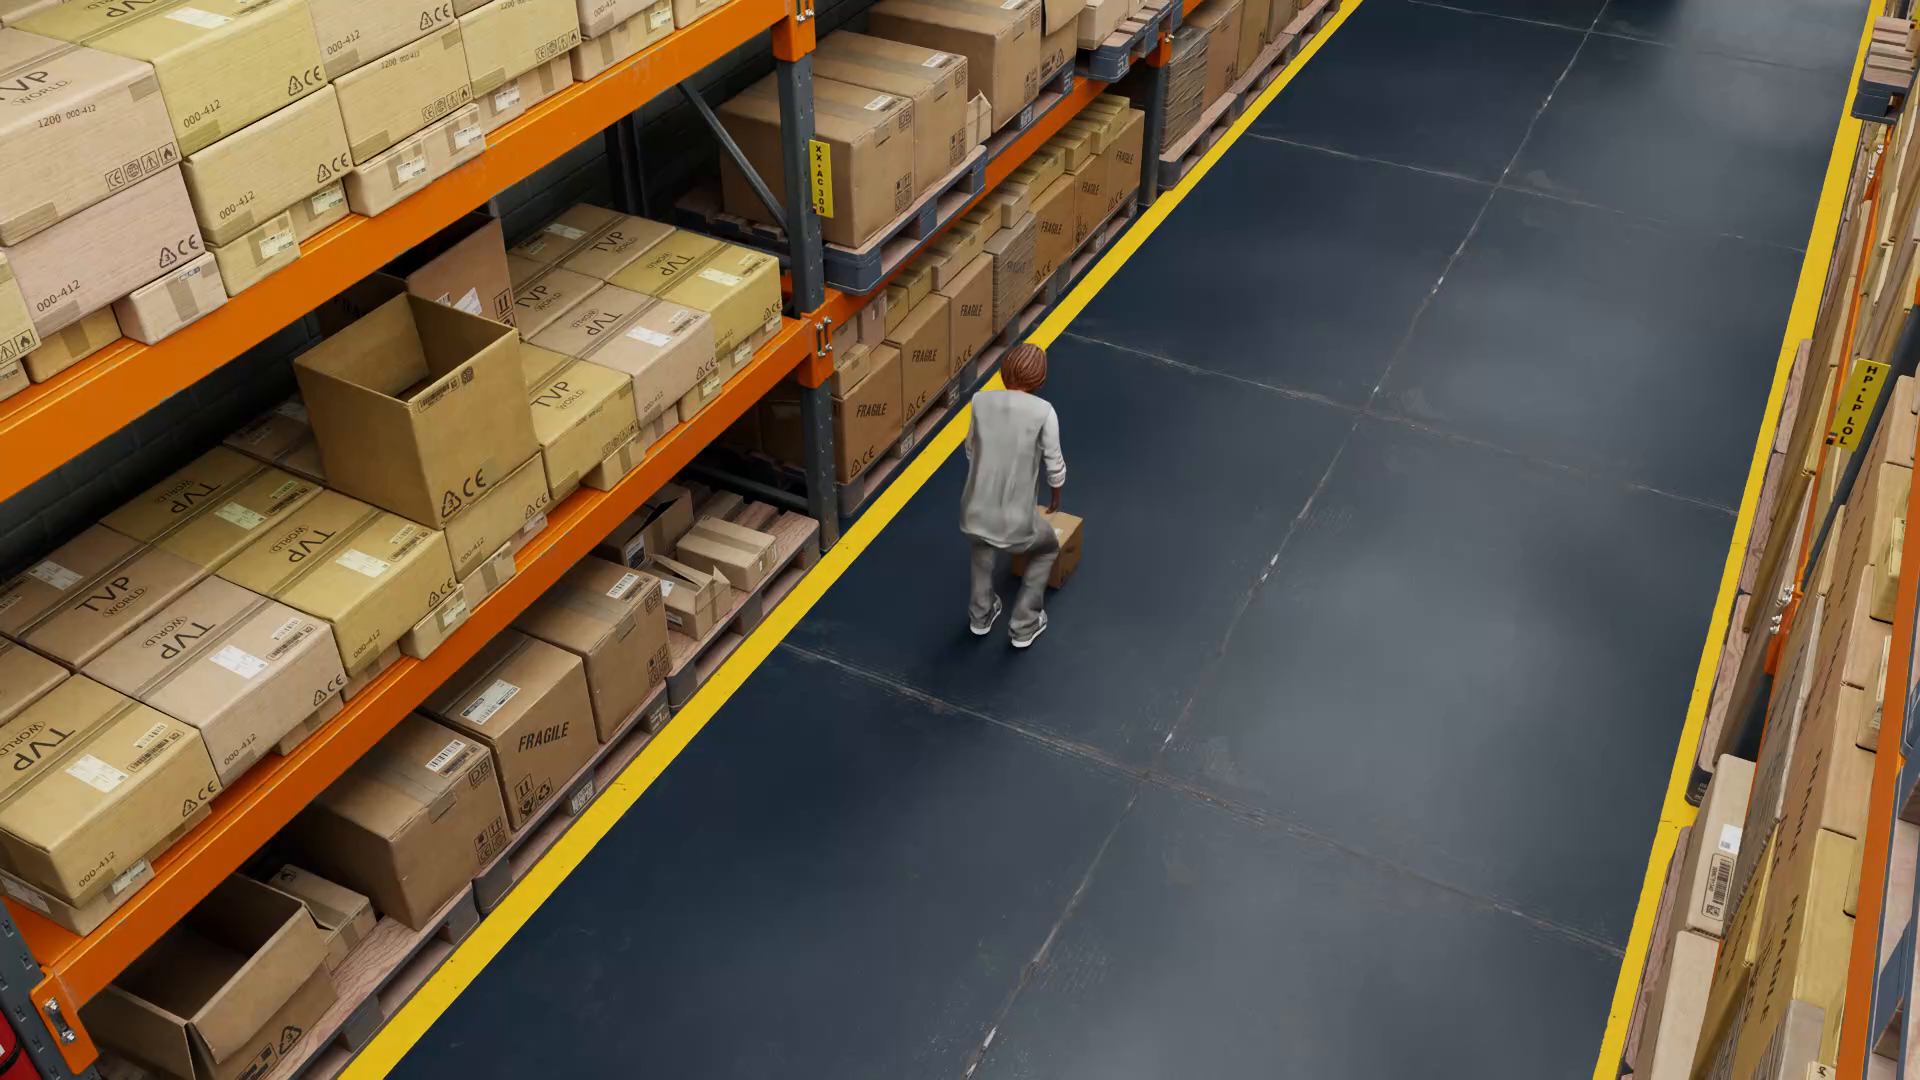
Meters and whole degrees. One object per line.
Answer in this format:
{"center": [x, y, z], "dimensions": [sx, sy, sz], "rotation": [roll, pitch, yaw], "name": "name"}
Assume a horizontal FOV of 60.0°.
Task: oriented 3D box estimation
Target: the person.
{"center": [0.198, -0.150, 7.167], "dimensions": [0.461, 1.328, 0.621], "rotation": [16, 41, 19], "name": "person"}
